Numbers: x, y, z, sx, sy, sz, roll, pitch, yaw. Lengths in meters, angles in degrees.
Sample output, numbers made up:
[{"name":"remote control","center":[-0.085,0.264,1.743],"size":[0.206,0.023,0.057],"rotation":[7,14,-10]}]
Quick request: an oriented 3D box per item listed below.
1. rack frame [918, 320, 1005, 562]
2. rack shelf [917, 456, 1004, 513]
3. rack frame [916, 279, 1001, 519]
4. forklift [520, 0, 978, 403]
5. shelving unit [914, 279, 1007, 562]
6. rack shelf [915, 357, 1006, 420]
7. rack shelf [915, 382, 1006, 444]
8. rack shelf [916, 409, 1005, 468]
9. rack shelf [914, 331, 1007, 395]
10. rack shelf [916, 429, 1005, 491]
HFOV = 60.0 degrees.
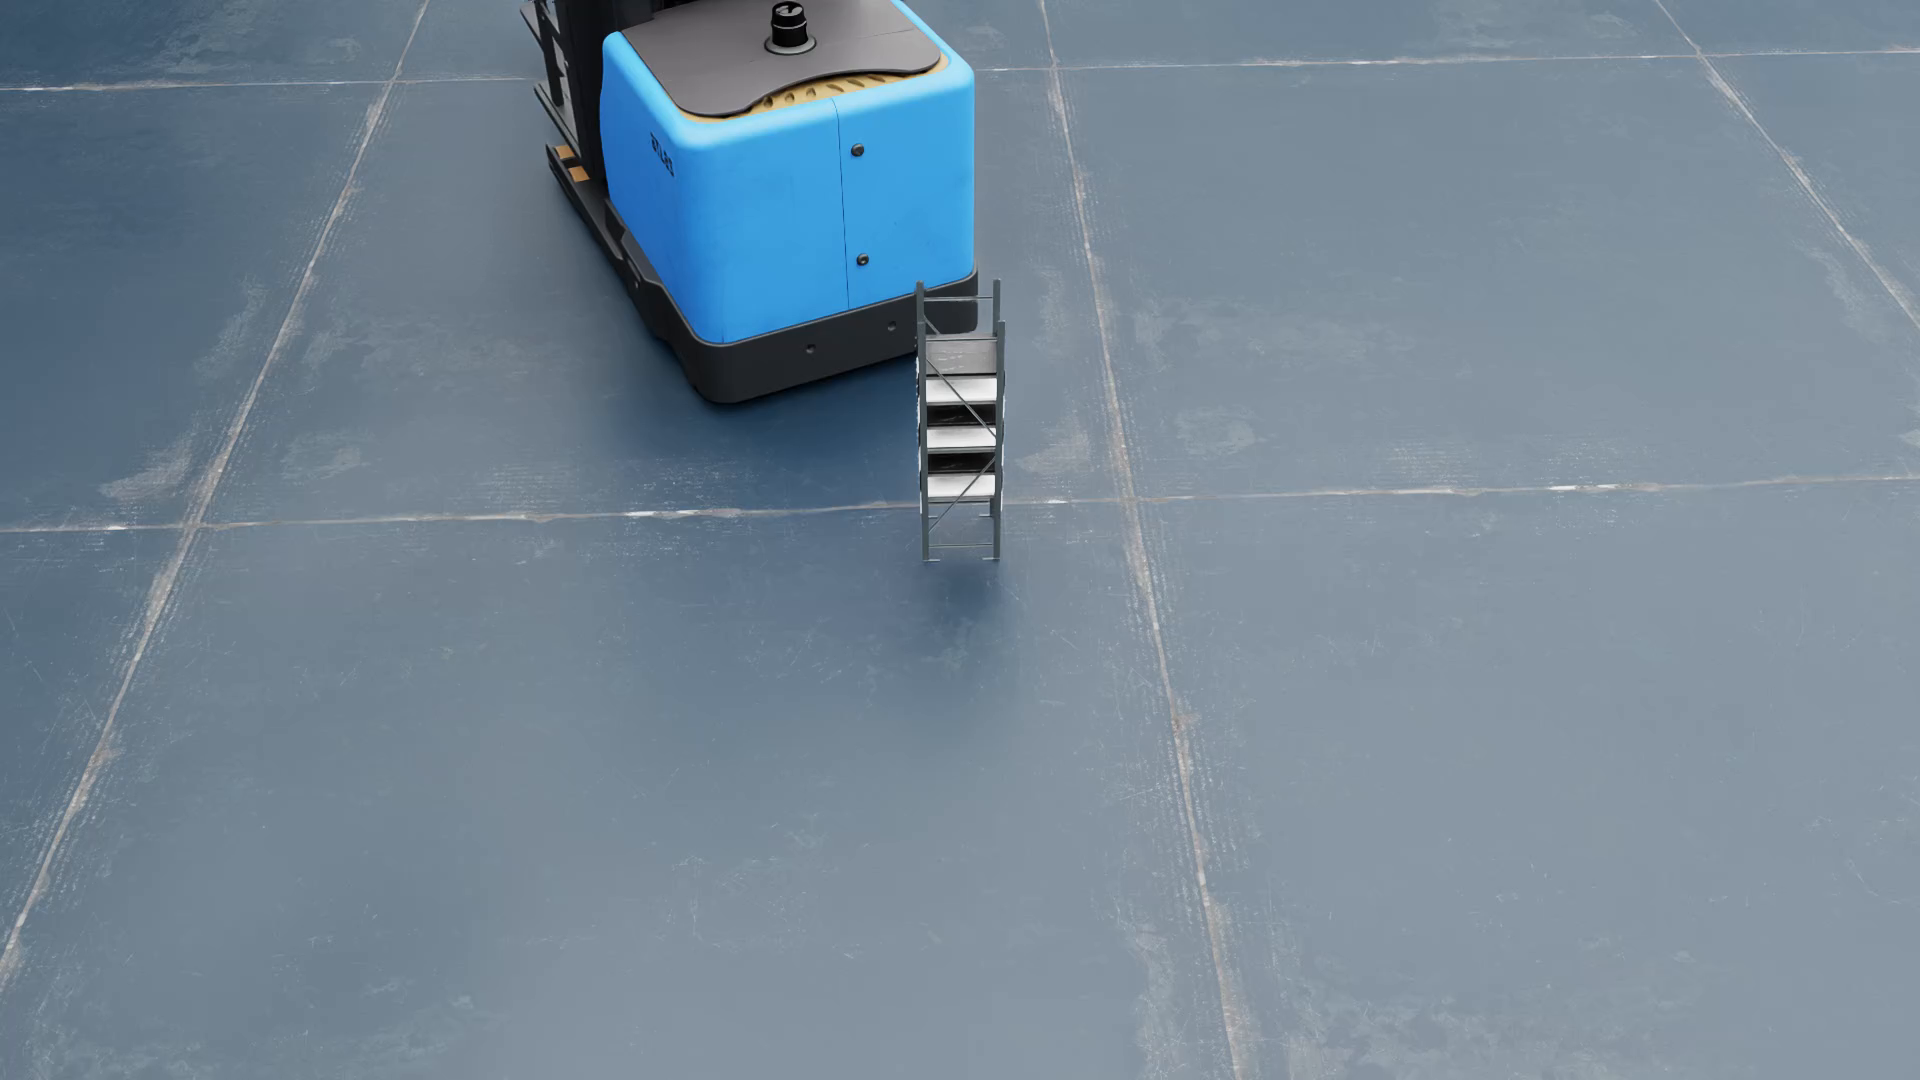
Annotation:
[{"name":"rack frame","center":[0.004,-0.269,4.877],"size":[0.240,0.900,0.006],"rotation":[-2,43,-2]},{"name":"rack shelf","center":[0.000,-0.180,5.096],"size":[0.258,0.077,0.200],"rotation":[-2,43,-2]},{"name":"rack frame","center":[-0.005,-0.406,5.027],"size":[0.240,0.900,0.006],"rotation":[-2,43,-2]},{"name":"forklift","center":[-1.037,-2.541,5.853],"size":[1.130,2.935,3.031],"rotation":[-18,46,-19]},{"name":"shelving unit","center":[0.000,-0.337,4.952],"size":[0.258,0.900,0.210],"rotation":[-2,43,-2]},{"name":"rack shelf","center":[0.000,-0.445,4.853],"size":[0.258,0.077,0.200],"rotation":[-2,43,-2]},{"name":"rack shelf","center":[0.000,-0.379,4.914],"size":[0.258,0.077,0.200],"rotation":[-2,43,-2]},{"name":"rack shelf","center":[0.000,-0.313,4.974],"size":[0.258,0.077,0.200],"rotation":[-2,43,-2]},{"name":"rack shelf","center":[0.000,-0.512,4.792],"size":[0.258,0.077,0.200],"rotation":[-2,43,-2]},{"name":"rack shelf","center":[0.000,-0.246,5.035],"size":[0.258,0.077,0.200],"rotation":[-2,43,-2]}]
